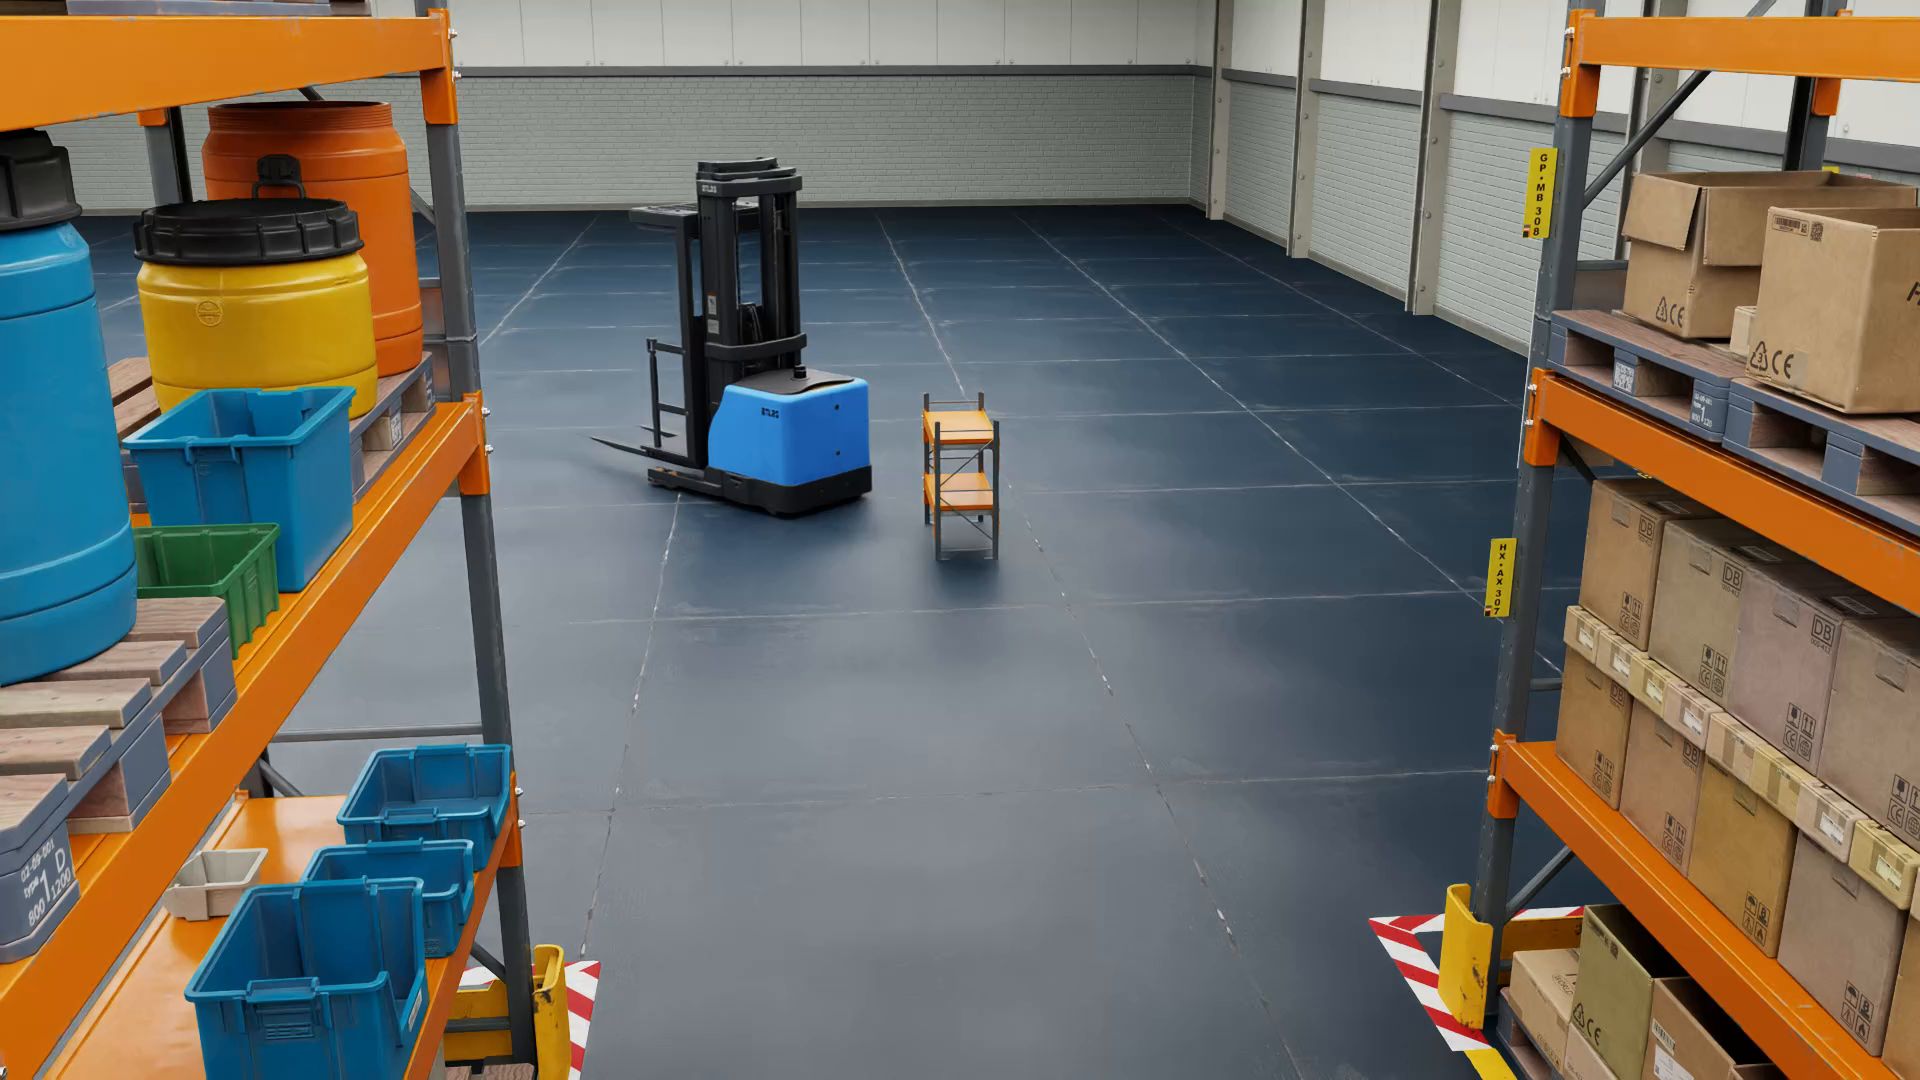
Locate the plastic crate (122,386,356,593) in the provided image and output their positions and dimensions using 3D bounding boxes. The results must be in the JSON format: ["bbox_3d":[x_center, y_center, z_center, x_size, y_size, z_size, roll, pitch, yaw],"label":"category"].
[{"bbox_3d":[-1.731,-0.126,4.091,0.392,0.384,0.575,-2,18,-6],"label":"plastic crate"}]

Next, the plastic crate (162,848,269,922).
[{"bbox_3d":[-2.454,1.141,5.476,0.298,0.136,0.250,-2,18,-6],"label":"plastic crate"}]

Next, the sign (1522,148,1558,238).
[{"bbox_3d":[2.148,-1.284,6.161,0.100,0.325,0.005,-2,18,-6],"label":"sign"}]

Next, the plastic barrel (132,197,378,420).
[{"bbox_3d":[-1.983,-0.647,4.708,0.600,0.588,0.600,0,17,0],"label":"plastic barrel"}]

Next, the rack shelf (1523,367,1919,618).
[{"bbox_3d":[2.907,0.094,4.562,1.077,0.370,4.000,-2,18,-6],"label":"rack shelf"}]

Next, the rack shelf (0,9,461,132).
[{"bbox_3d":[-2.020,-0.994,3.689,1.077,0.370,4.000,-2,18,-6],"label":"rack shelf"}]

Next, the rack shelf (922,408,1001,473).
[{"bbox_3d":[0.001,-0.814,13.415,0.538,0.278,1.000,-2,18,-6],"label":"rack shelf"}]

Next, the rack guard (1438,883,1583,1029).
[{"bbox_3d":[2.698,1.772,7.199,1.175,0.500,0.348,-2,18,-6],"label":"rack guard"}]

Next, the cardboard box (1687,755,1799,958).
[{"bbox_3d":[2.840,0.982,5.373,0.700,0.500,0.500,-2,18,-5],"label":"cardboard box"}]

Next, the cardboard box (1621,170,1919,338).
[{"bbox_3d":[2.756,-0.990,5.707,0.797,0.503,0.637,-1,17,-2],"label":"cardboard box"}]

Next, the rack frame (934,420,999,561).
[{"bbox_3d":[0.053,-0.383,13.020,0.500,1.125,0.032,-2,18,-6],"label":"rack frame"}]

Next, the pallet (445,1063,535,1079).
[{"bbox_3d":[-2.094,2.332,5.897,1.003,0.211,1.213,-2,18,-6],"label":"pallet"}]

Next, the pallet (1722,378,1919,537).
[{"bbox_3d":[2.877,-0.227,4.532,1.003,0.211,1.213,-2,18,-6],"label":"pallet"}]

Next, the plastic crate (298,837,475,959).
[{"bbox_3d":[-1.816,1.143,5.278,0.499,0.251,0.408,-2,18,-6],"label":"plastic crate"}]

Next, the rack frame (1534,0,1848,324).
[{"bbox_3d":[2.701,-2.276,5.903,1.000,3.000,0.127,-2,18,-6],"label":"rack frame"}]

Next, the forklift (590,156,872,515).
[{"bbox_3d":[-2.230,-1.960,15.028,3.031,2.935,1.130,15,23,39],"label":"forklift"}]

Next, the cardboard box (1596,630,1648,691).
[{"bbox_3d":[2.557,0.431,6.046,0.380,0.149,0.250,-2,18,-7],"label":"cardboard box"}]

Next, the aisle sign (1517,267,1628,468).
[{"bbox_3d":[2.389,-0.664,6.445,0.394,0.787,0.004,-2,18,-6],"label":"aisle sign"}]

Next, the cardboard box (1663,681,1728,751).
[{"bbox_3d":[2.605,0.581,5.569,0.380,0.149,0.250,-2,18,-6],"label":"cardboard box"}]

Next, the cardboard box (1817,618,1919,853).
[{"bbox_3d":[2.906,0.531,4.646,0.700,0.500,0.500,-2,18,-6],"label":"cardboard box"}]

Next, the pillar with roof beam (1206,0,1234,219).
[{"bbox_3d":[1.184,-11.053,33.861,9.100,9.000,0.400,-2,18,-6],"label":"pillar with roof beam"}]

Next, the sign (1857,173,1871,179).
[{"bbox_3d":[7.823,-3.023,14.427,0.001,0.298,0.199,-2,18,-6],"label":"sign"}]

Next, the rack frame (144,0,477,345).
[{"bbox_3d":[-2.227,-2.124,5.419,1.000,3.000,0.127,-2,18,-6],"label":"rack frame"}]

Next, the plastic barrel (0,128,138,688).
[{"bbox_3d":[-1.810,-0.241,2.890,0.600,0.901,0.708,-2,18,-6],"label":"plastic barrel"}]

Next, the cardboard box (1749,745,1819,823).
[{"bbox_3d":[2.662,0.736,5.074,0.380,0.149,0.250,-2,18,-6],"label":"cardboard box"}]

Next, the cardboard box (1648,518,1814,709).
[{"bbox_3d":[2.801,0.231,5.599,0.700,0.500,0.500,-2,18,-7],"label":"cardboard box"}]

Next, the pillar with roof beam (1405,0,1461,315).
[{"bbox_3d":[2.421,-7.478,22.473,9.100,9.000,0.400,-2,18,-6],"label":"pillar with roof beam"}]

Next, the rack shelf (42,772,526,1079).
[{"bbox_3d":[-2.020,1.677,4.528,1.077,0.370,4.000,-2,18,-6],"label":"rack shelf"}]

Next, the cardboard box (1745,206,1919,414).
[{"bbox_3d":[2.600,-0.656,4.651,0.500,0.500,0.500,-2,18,-6],"label":"cardboard box"}]

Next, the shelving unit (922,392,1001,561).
[{"bbox_3d":[0.001,-0.535,13.502,0.538,1.125,1.048,-2,18,-6],"label":"shelving unit"}]

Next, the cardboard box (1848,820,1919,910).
[{"bbox_3d":[2.712,0.889,4.588,0.380,0.149,0.250,-1,17,-4],"label":"cardboard box"}]

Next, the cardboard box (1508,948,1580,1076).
[{"bbox_3d":[2.535,1.864,6.620,0.500,0.250,0.500,-2,18,-6],"label":"cardboard box"}]

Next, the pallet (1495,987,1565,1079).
[{"bbox_3d":[2.821,2.143,6.498,1.003,0.211,1.213,-2,18,-6],"label":"pallet"}]

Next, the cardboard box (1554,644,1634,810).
[{"bbox_3d":[2.736,0.678,6.343,0.700,0.500,0.500,-2,18,-6],"label":"cardboard box"}]

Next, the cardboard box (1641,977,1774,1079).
[{"bbox_3d":[2.652,1.804,5.560,0.500,0.500,0.500,-2,18,-6],"label":"cardboard box"}]

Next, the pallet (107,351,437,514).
[{"bbox_3d":[-2.239,-0.353,5.102,1.003,0.211,1.213,-2,18,-6],"label":"pallet"}]

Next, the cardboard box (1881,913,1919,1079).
[{"bbox_3d":[2.952,1.292,4.388,0.700,0.500,0.500,-2,17,-5],"label":"cardboard box"}]
